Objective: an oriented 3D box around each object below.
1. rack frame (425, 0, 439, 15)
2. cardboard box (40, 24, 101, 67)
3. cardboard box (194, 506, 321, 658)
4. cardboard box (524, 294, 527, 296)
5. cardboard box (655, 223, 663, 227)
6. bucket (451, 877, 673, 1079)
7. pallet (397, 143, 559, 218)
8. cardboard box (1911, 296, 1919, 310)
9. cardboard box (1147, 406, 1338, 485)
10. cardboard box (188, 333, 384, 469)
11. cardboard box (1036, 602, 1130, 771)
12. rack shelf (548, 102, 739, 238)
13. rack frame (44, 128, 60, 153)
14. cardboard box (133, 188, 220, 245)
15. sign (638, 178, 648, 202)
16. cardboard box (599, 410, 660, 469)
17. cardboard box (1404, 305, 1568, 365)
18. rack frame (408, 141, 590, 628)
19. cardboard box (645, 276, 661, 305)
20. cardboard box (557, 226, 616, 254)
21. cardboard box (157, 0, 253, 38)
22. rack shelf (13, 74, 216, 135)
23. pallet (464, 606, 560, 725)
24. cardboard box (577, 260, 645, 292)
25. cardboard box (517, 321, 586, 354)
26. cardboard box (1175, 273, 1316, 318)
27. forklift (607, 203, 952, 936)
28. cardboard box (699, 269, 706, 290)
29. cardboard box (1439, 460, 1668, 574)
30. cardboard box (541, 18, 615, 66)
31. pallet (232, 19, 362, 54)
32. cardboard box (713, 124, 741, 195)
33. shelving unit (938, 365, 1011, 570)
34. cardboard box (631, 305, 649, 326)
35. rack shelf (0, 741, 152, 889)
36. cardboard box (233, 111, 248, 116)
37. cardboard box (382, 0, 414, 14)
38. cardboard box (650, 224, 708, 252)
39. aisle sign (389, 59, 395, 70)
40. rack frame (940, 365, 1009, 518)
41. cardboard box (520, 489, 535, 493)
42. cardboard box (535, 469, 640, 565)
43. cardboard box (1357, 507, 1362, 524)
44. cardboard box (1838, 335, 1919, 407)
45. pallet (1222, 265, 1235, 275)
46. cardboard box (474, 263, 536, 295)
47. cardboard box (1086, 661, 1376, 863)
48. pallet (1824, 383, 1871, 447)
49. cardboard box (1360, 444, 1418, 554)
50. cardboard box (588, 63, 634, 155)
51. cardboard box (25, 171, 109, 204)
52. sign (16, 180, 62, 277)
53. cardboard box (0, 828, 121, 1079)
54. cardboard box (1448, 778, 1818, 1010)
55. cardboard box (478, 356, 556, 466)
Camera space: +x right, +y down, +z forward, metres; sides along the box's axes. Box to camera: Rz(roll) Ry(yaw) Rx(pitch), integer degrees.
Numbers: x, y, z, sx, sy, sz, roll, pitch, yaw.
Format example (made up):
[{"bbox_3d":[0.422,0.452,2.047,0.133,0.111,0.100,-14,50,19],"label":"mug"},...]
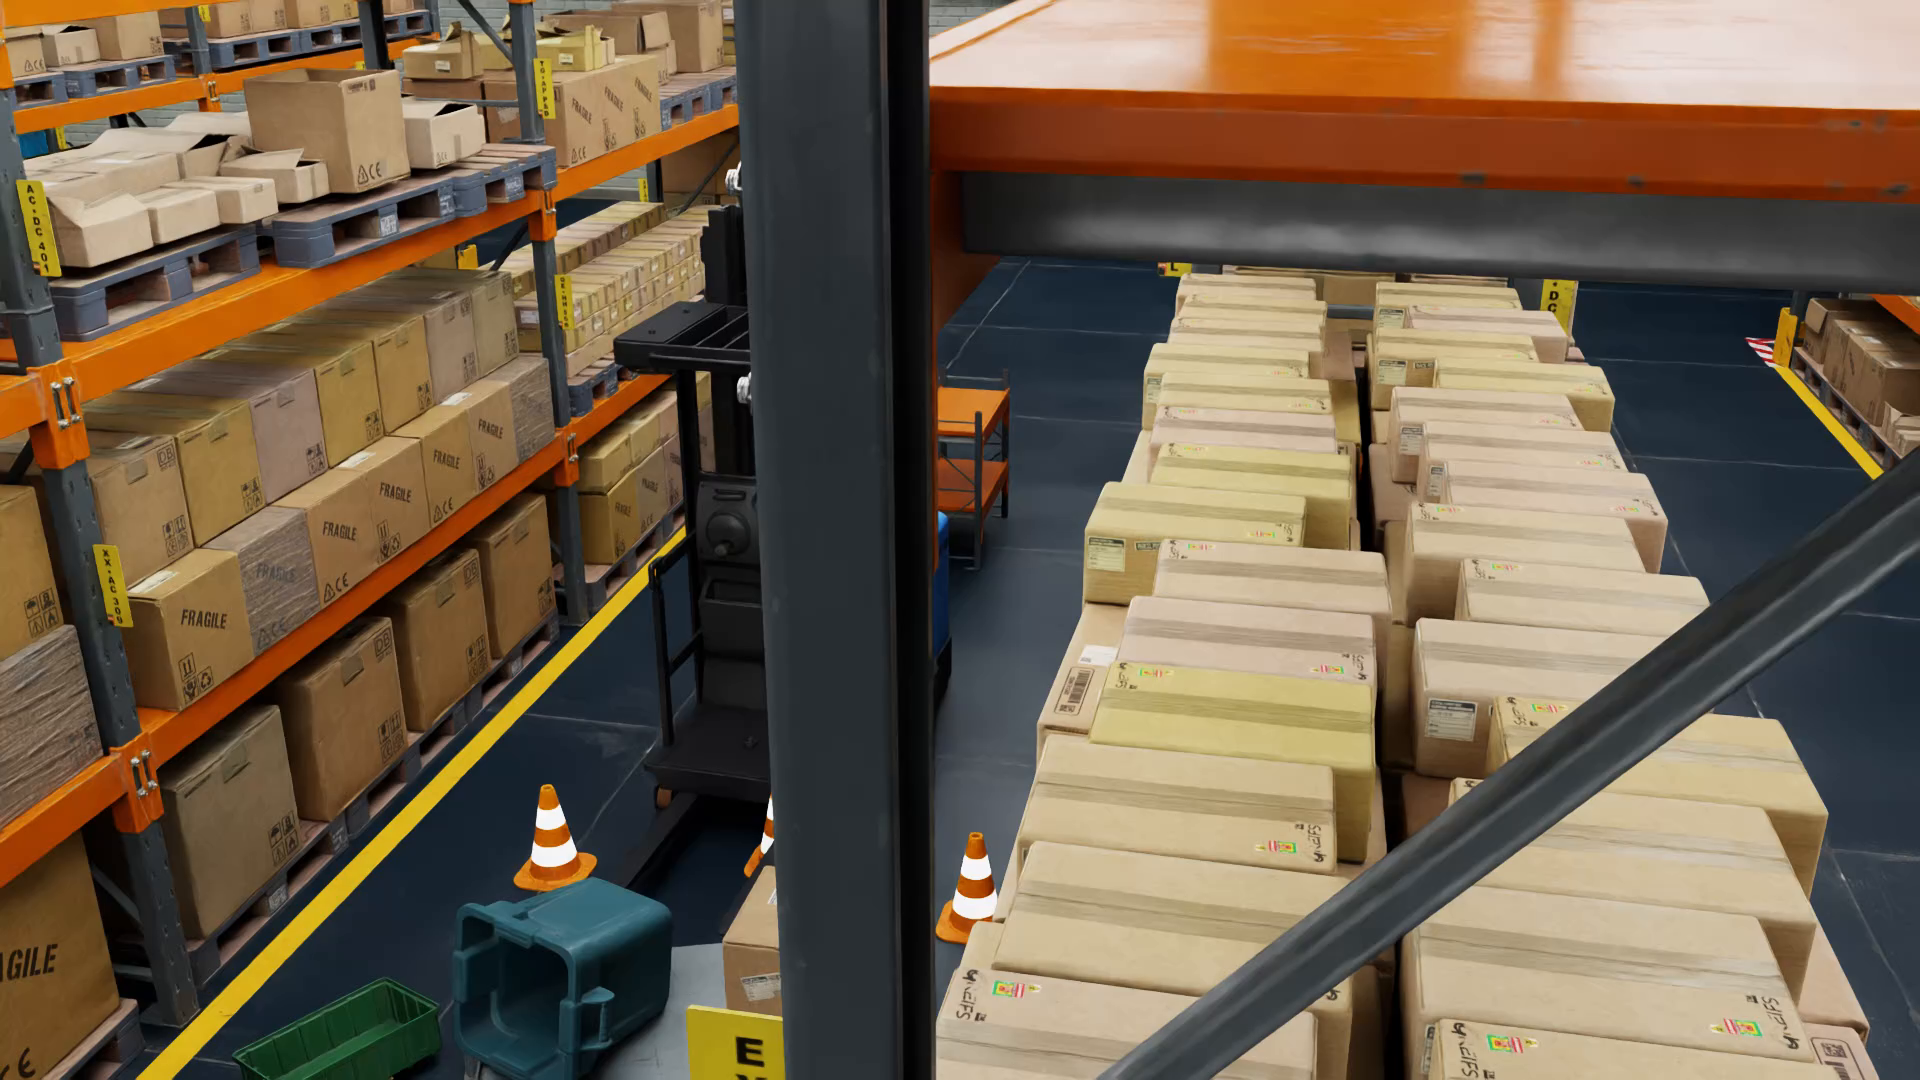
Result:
[{"bbox_3d":[-6.062,-7.019,17.237,1.000,3.000,0.127,4,22,11],"label":"rack frame"},{"bbox_3d":[-7.190,-3.924,13.124,0.500,0.311,0.500,4,22,9],"label":"cardboard box"},{"bbox_3d":[-3.203,0.164,7.297,0.500,0.500,0.500,5,22,11],"label":"cardboard box"},{"bbox_3d":[-3.049,-1.613,11.219,0.380,0.149,0.250,5,22,11],"label":"cardboard box"},{"bbox_3d":[-2.574,-2.466,13.337,0.380,0.149,0.250,5,22,12],"label":"cardboard box"},{"bbox_3d":[-1.447,1.606,6.198,0.726,0.611,0.620,13,15,29],"label":"bucket"},{"bbox_3d":[-2.939,-1.960,8.943,1.213,0.211,1.003,6,23,13],"label":"pallet"},{"bbox_3d":[7.562,-1.854,12.779,0.380,0.149,0.250,5,22,12],"label":"cardboard box"},{"bbox_3d":[0.595,-0.166,3.505,0.380,0.149,0.250,4,22,10],"label":"cardboard box"},{"bbox_3d":[-3.269,-0.683,8.061,0.700,0.500,0.500,4,22,10],"label":"cardboard box"},{"bbox_3d":[0.420,0.329,2.809,0.500,0.250,0.500,5,22,12],"label":"cardboard box"},{"bbox_3d":[-2.452,-2.685,11.453,1.077,0.370,4.000,4,22,11],"label":"rack shelf"},{"bbox_3d":[-10.911,-4.614,19.295,1.000,3.000,0.127,4,22,11],"label":"rack frame"},{"bbox_3d":[-3.221,-1.309,6.714,0.250,0.149,0.380,4,22,11],"label":"cardboard box"},{"bbox_3d":[-2.576,-2.799,13.629,0.100,0.325,0.005,4,22,11],"label":"sign"},{"bbox_3d":[-2.378,-0.698,11.352,0.500,0.250,0.500,4,22,10],"label":"cardboard box"},{"bbox_3d":[1.362,-0.504,4.343,0.380,0.149,0.250,4,22,10],"label":"cardboard box"},{"bbox_3d":[-2.860,-0.896,10.063,1.000,3.000,0.127,4,22,11],"label":"rack frame"},{"bbox_3d":[-2.303,-1.745,11.546,0.380,0.149,0.250,4,22,10],"label":"cardboard box"},{"bbox_3d":[-2.785,-2.223,12.336,0.380,0.149,0.250,4,22,10],"label":"cardboard box"},{"bbox_3d":[-6.778,-4.743,14.771,0.700,0.500,0.500,3,22,8],"label":"cardboard box"},{"bbox_3d":[-7.286,-3.100,12.483,1.077,0.370,4.000,4,22,11],"label":"rack shelf"},{"bbox_3d":[-3.094,0.680,9.882,1.003,0.211,1.213,4,22,11],"label":"pallet"},{"bbox_3d":[-2.361,-1.788,11.256,0.380,0.149,0.250,6,23,13],"label":"cardboard box"},{"bbox_3d":[-2.565,-1.273,10.376,0.380,0.149,0.250,5,23,13],"label":"cardboard box"},{"bbox_3d":[0.807,-0.647,4.698,0.380,0.149,0.250,4,22,10],"label":"cardboard box"},{"bbox_3d":[-0.916,-0.047,8.047,1.130,2.935,3.031,6,23,14],"label":"forklift"},{"bbox_3d":[-2.087,-1.999,12.576,0.380,0.149,0.250,3,22,8],"label":"cardboard box"},{"bbox_3d":[1.117,-0.030,3.167,0.380,0.149,0.250,5,22,12],"label":"cardboard box"},{"bbox_3d":[-2.389,-3.100,10.363,0.396,0.266,0.258,4,22,11],"label":"cardboard box"},{"bbox_3d":[-6.450,-4.867,16.027,1.003,0.211,1.213,4,22,11],"label":"pallet"},{"bbox_3d":[-1.713,-3.153,13.797,0.500,0.500,0.500,5,22,12],"label":"cardboard box"},{"bbox_3d":[0.001,-0.524,11.650,0.538,1.125,1.048,4,22,11],"label":"shelving unit"},{"bbox_3d":[-2.356,-1.515,11.375,0.380,0.149,0.250,5,23,13],"label":"cardboard box"},{"bbox_3d":[-4.084,1.632,4.748,1.077,0.370,4.000,4,22,11],"label":"rack shelf"},{"bbox_3d":[-3.325,-2.028,8.362,0.500,0.250,0.500,5,22,12],"label":"cardboard box"},{"bbox_3d":[-6.116,-5.721,17.199,0.700,0.500,0.500,3,22,8],"label":"cardboard box"},{"bbox_3d":[-2.096,-2.262,12.434,0.380,0.149,0.250,4,22,11],"label":"cardboard box"},{"bbox_3d":[-6.341,-5.492,17.994,0.394,0.787,0.004,4,22,11],"label":"aisle sign"},{"bbox_3d":[0.105,-0.710,12.111,0.500,1.125,0.032,4,22,11],"label":"rack frame"},{"bbox_3d":[-2.981,-0.192,11.098,0.500,0.500,0.500,4,22,11],"label":"cardboard box"},{"bbox_3d":[-2.466,-0.170,11.045,0.500,0.500,0.500,4,22,9],"label":"cardboard box"},{"bbox_3d":[1.161,0.041,4.056,0.380,0.149,0.250,4,22,9],"label":"cardboard box"},{"bbox_3d":[7.863,-1.428,14.167,0.500,0.500,0.500,5,22,12],"label":"cardboard box"},{"bbox_3d":[1.630,-0.994,6.543,1.213,0.211,1.003,4,22,11],"label":"pallet"},{"bbox_3d":[-3.051,-1.750,11.160,0.380,0.149,0.250,5,22,13],"label":"cardboard box"},{"bbox_3d":[0.381,0.305,2.336,0.380,0.149,0.250,5,22,11],"label":"cardboard box"},{"bbox_3d":[8.071,-1.046,14.169,1.003,0.211,1.213,4,22,11],"label":"pallet"},{"bbox_3d":[1.144,0.000,3.626,0.500,0.250,0.500,4,22,10],"label":"cardboard box"},{"bbox_3d":[-2.388,-2.705,10.407,0.500,0.500,0.500,4,22,11],"label":"cardboard box"},{"bbox_3d":[-3.688,-1.266,6.472,0.500,0.250,0.500,5,22,11],"label":"cardboard box"},{"bbox_3d":[-3.132,-1.059,5.655,0.100,0.325,0.005,4,22,11],"label":"sign"},{"bbox_3d":[-3.873,1.583,6.191,0.875,0.875,0.875,5,22,12],"label":"cardboard box"},{"bbox_3d":[0.794,0.431,2.022,0.380,0.149,0.250,4,22,11],"label":"cardboard box"},{"bbox_3d":[-2.689,-0.757,9.584,0.500,0.500,0.500,4,22,11],"label":"cardboard box"}]
